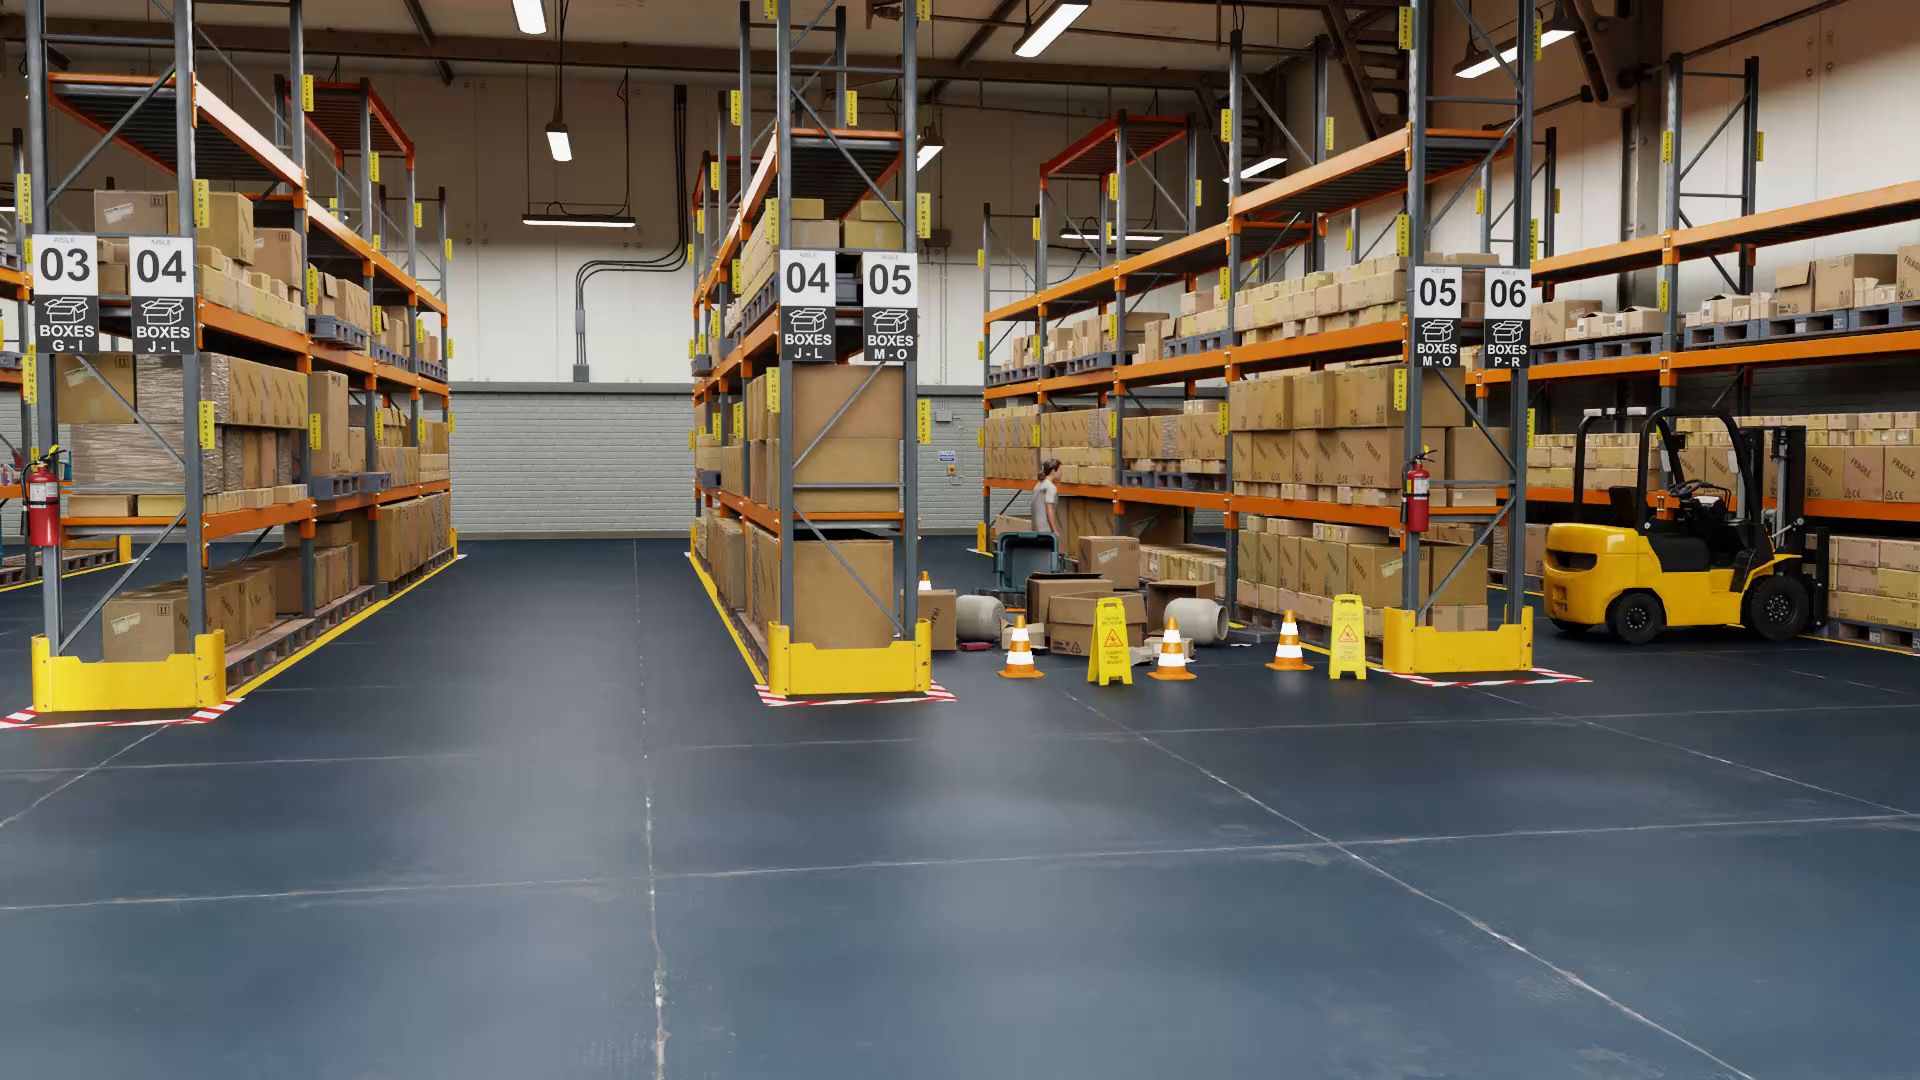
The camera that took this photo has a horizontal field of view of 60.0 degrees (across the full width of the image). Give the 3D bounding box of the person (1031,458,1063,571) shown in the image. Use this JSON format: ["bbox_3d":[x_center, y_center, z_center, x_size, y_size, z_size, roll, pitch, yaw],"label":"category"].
[{"bbox_3d":[0.977,-0.066,18.484,0.351,1.659,0.501,-1,3,-13],"label":"person"}]
